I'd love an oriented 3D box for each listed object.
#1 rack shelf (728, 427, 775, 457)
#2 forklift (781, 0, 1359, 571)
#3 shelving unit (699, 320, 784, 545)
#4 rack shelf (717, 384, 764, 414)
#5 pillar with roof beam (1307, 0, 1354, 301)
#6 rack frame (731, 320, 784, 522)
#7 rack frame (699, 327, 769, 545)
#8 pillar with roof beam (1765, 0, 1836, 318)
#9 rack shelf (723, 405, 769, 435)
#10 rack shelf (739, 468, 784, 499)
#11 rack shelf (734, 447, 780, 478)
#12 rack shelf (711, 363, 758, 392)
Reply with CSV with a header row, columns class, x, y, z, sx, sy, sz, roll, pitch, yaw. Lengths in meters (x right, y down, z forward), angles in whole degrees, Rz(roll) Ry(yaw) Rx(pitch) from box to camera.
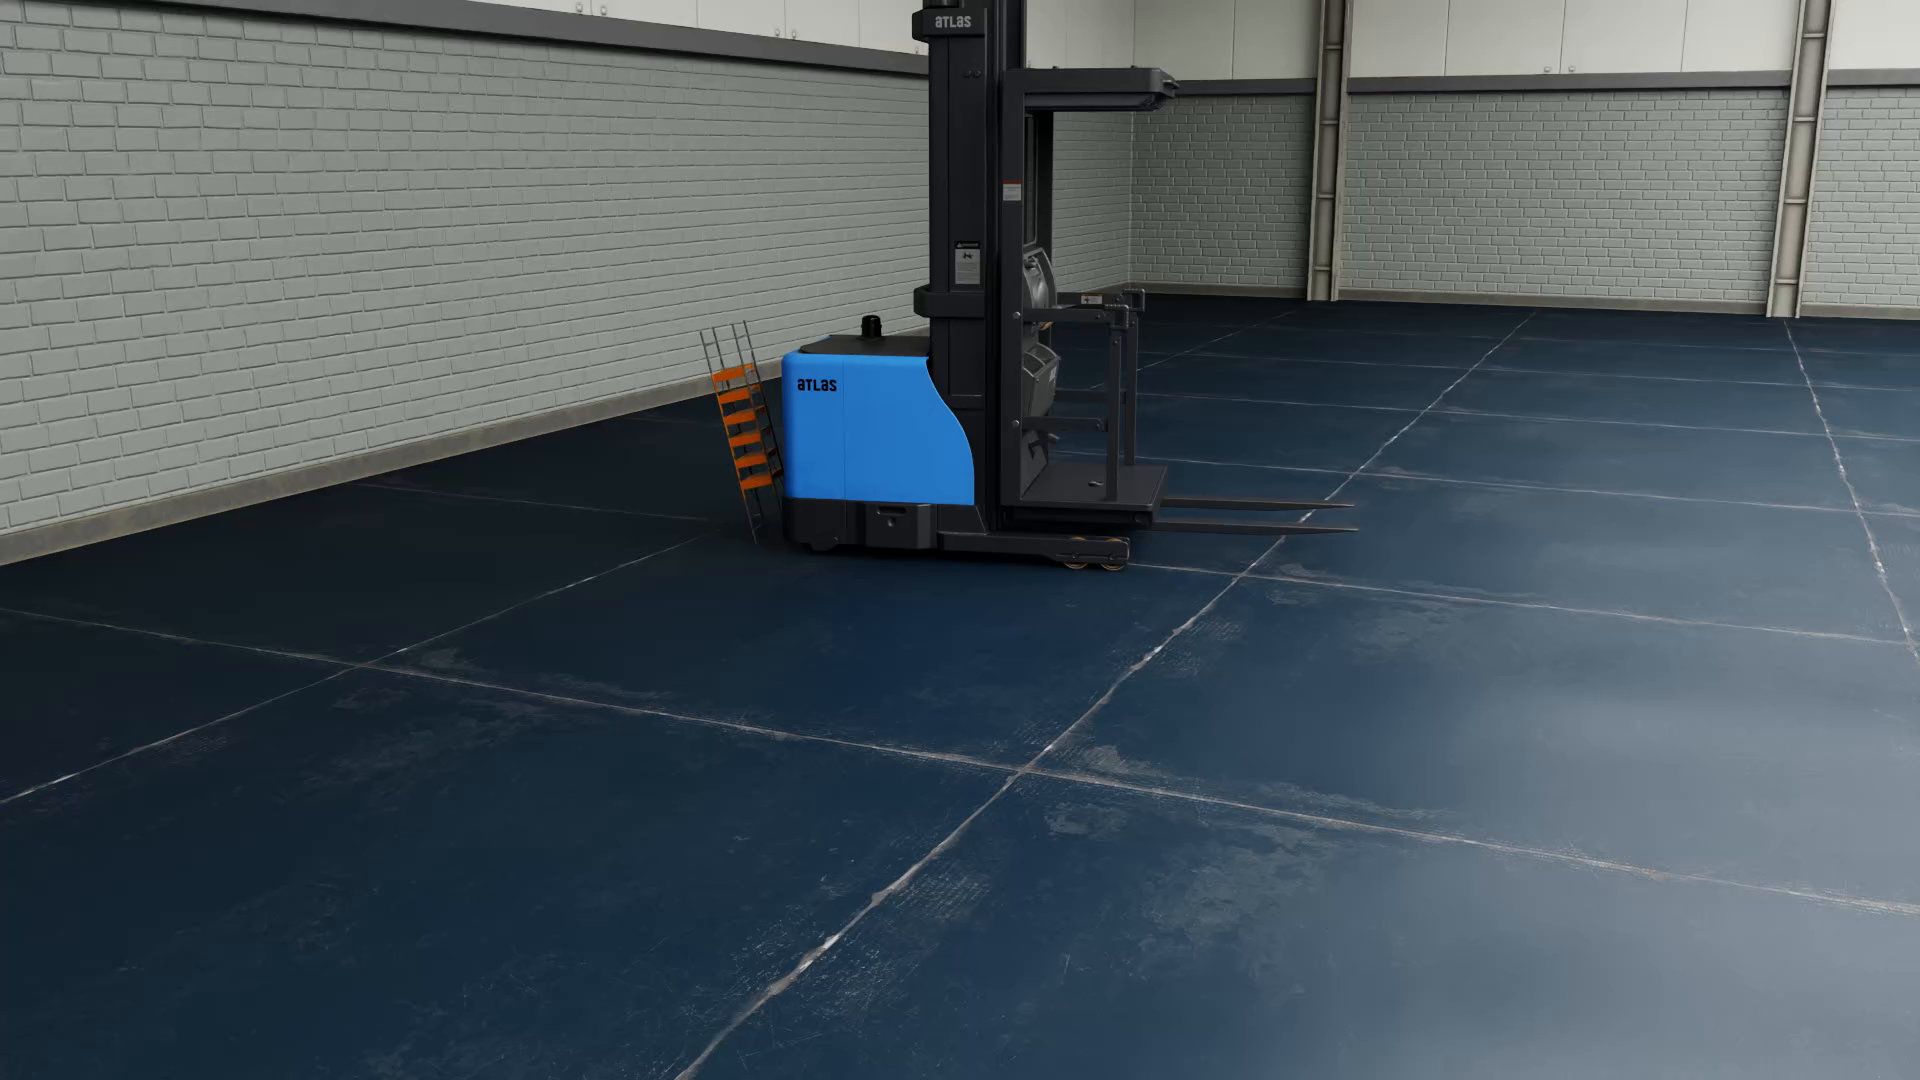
class,x,y,z,sx,sy,sz,roll,pitch,yaw
rack shelf,-1.138,-0.545,9.114,0.180,0.103,0.258,-11,11,12
forklift,0.612,-1.400,8.806,3.031,2.935,1.130,3,13,11
shelving unit,-1.148,-0.588,9.105,0.189,1.200,0.258,-11,11,12
rack shelf,-1.192,-0.774,9.069,0.180,0.103,0.258,-11,11,12
pillar with roof beam,3.505,-6.959,19.213,0.400,9.000,9.100,6,14,23
rack frame,-1.060,-0.605,9.087,0.006,1.200,0.240,-11,11,12
rack frame,-1.236,-0.570,9.124,0.006,1.200,0.240,-11,11,12
pillar with roof beam,8.990,-6.404,16.847,0.400,9.000,9.100,6,14,23
rack shelf,-1.165,-0.660,9.091,0.180,0.103,0.258,-11,11,12
rack shelf,-1.083,-0.316,9.158,0.180,0.103,0.258,-11,11,12
rack shelf,-1.110,-0.430,9.136,0.180,0.103,0.258,-11,11,12
rack shelf,-1.220,-0.889,9.047,0.180,0.103,0.258,-11,11,12
